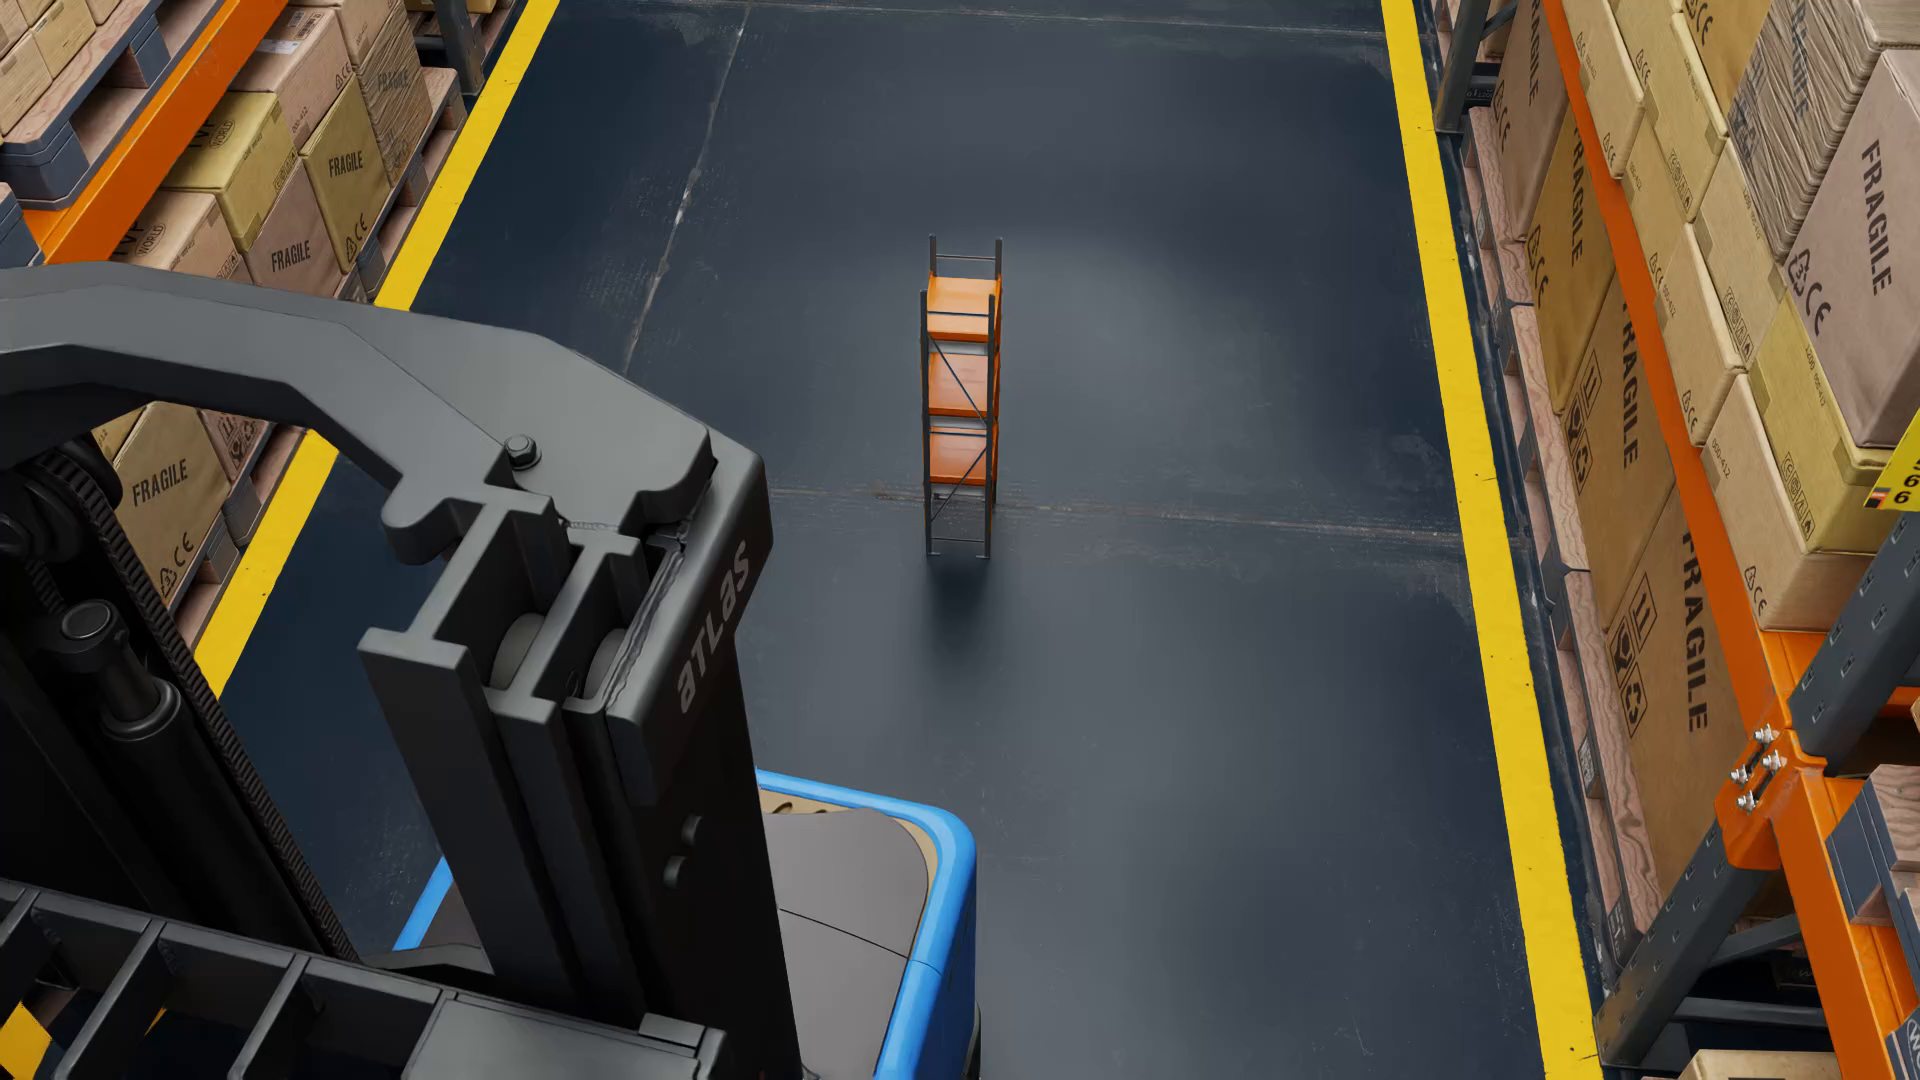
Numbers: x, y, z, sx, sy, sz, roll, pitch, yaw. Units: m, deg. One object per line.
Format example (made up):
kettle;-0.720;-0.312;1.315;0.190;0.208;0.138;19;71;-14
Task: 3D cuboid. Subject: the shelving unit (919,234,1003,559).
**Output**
shelving unit;0.005;-0.394;4.899;0.215;1.050;0.252;4;48;4

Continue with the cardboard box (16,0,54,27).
cardboard box;-2.509;-1.438;4.217;0.380;0.149;0.250;3;48;3

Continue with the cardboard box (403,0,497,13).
cardboard box;-2.151;-2.358;7.021;0.380;0.149;0.250;2;48;2

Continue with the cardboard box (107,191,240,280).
cardboard box;-2.461;-0.770;4.823;0.500;0.250;0.500;4;48;4

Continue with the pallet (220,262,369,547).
pallet;-2.682;-0.520;5.583;1.003;0.211;1.213;4;48;4

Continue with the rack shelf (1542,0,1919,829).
rack shelf;2.252;-0.961;4.584;1.077;0.370;4.000;4;48;4

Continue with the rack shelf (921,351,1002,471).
rack shelf;0.005;-0.387;4.906;0.215;0.259;0.240;4;48;4

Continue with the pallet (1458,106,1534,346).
pallet;2.439;-1.160;6.168;1.003;0.211;1.213;4;48;4

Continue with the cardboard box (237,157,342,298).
cardboard box;-2.419;-0.916;5.464;0.500;0.500;0.500;3;48;3

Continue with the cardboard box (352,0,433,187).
cardboard box;-2.321;-1.670;6.154;0.500;0.500;0.500;3;48;3

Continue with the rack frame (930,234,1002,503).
rack frame;0.016;-0.483;4.981;0.200;1.050;0.008;4;48;4

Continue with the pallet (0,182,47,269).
pallet;-2.910;-0.459;3.767;1.213;0.211;1.003;4;48;4

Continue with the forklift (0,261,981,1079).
forklift;-0.806;1.252;2.119;1.130;2.935;3.031;10;48;9

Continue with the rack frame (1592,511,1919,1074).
rack frame;2.070;0.266;2.974;1.000;3.000;0.127;4;48;4

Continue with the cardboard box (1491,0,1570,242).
cardboard box;2.458;-1.637;5.870;0.875;0.875;0.875;5;48;5

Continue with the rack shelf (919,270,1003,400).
rack shelf;0.005;-0.578;4.697;0.215;0.259;0.240;4;48;4

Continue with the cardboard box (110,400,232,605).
cardboard box;-2.508;-0.163;4.776;0.500;0.500;0.500;4;48;4

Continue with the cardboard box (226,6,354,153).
cardboard box;-2.380;-1.542;5.529;0.500;0.250;0.500;6;48;5

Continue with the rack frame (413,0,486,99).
rack frame;-2.504;-2.932;5.899;1.000;3.000;0.127;4;48;4

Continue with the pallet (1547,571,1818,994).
pallet;2.217;0.633;4.528;1.003;0.211;1.213;4;48;4

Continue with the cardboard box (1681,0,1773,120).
cardboard box;1.947;-1.245;3.611;0.500;0.500;0.500;4;48;4

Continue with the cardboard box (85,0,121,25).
cardboard box;-2.483;-1.531;4.503;0.380;0.149;0.250;2;48;2

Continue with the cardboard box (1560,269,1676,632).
cardboard box;2.301;-0.316;4.662;0.875;0.875;0.875;4;48;4

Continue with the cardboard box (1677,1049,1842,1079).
cardboard box;2.008;1.425;3.410;0.950;0.372;0.625;1;48;1

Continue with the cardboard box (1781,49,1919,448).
cardboard box;1.857;-0.503;2.932;0.500;0.500;0.500;3;48;2

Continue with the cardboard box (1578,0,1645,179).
cardboard box;1.969;-1.195;4.412;0.500;0.250;0.500;3;48;3

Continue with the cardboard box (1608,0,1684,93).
cardboard box;1.977;-1.362;4.225;0.500;0.250;0.500;3;48;2

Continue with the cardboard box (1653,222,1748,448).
cardboard box;1.888;-0.449;3.730;0.500;0.250;0.500;5;48;4

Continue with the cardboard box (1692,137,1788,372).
cardboard box;1.904;-0.602;3.531;0.500;0.250;0.500;3;48;3

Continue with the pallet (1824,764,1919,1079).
pallet;2.111;0.861;2.559;1.213;0.211;1.003;4;48;4

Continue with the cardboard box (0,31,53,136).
cardboard box;-2.533;-1.155;4.159;0.380;0.149;0.250;5;48;5

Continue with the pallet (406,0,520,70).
pallet;-2.478;-2.487;7.382;1.003;0.211;1.213;4;48;4
